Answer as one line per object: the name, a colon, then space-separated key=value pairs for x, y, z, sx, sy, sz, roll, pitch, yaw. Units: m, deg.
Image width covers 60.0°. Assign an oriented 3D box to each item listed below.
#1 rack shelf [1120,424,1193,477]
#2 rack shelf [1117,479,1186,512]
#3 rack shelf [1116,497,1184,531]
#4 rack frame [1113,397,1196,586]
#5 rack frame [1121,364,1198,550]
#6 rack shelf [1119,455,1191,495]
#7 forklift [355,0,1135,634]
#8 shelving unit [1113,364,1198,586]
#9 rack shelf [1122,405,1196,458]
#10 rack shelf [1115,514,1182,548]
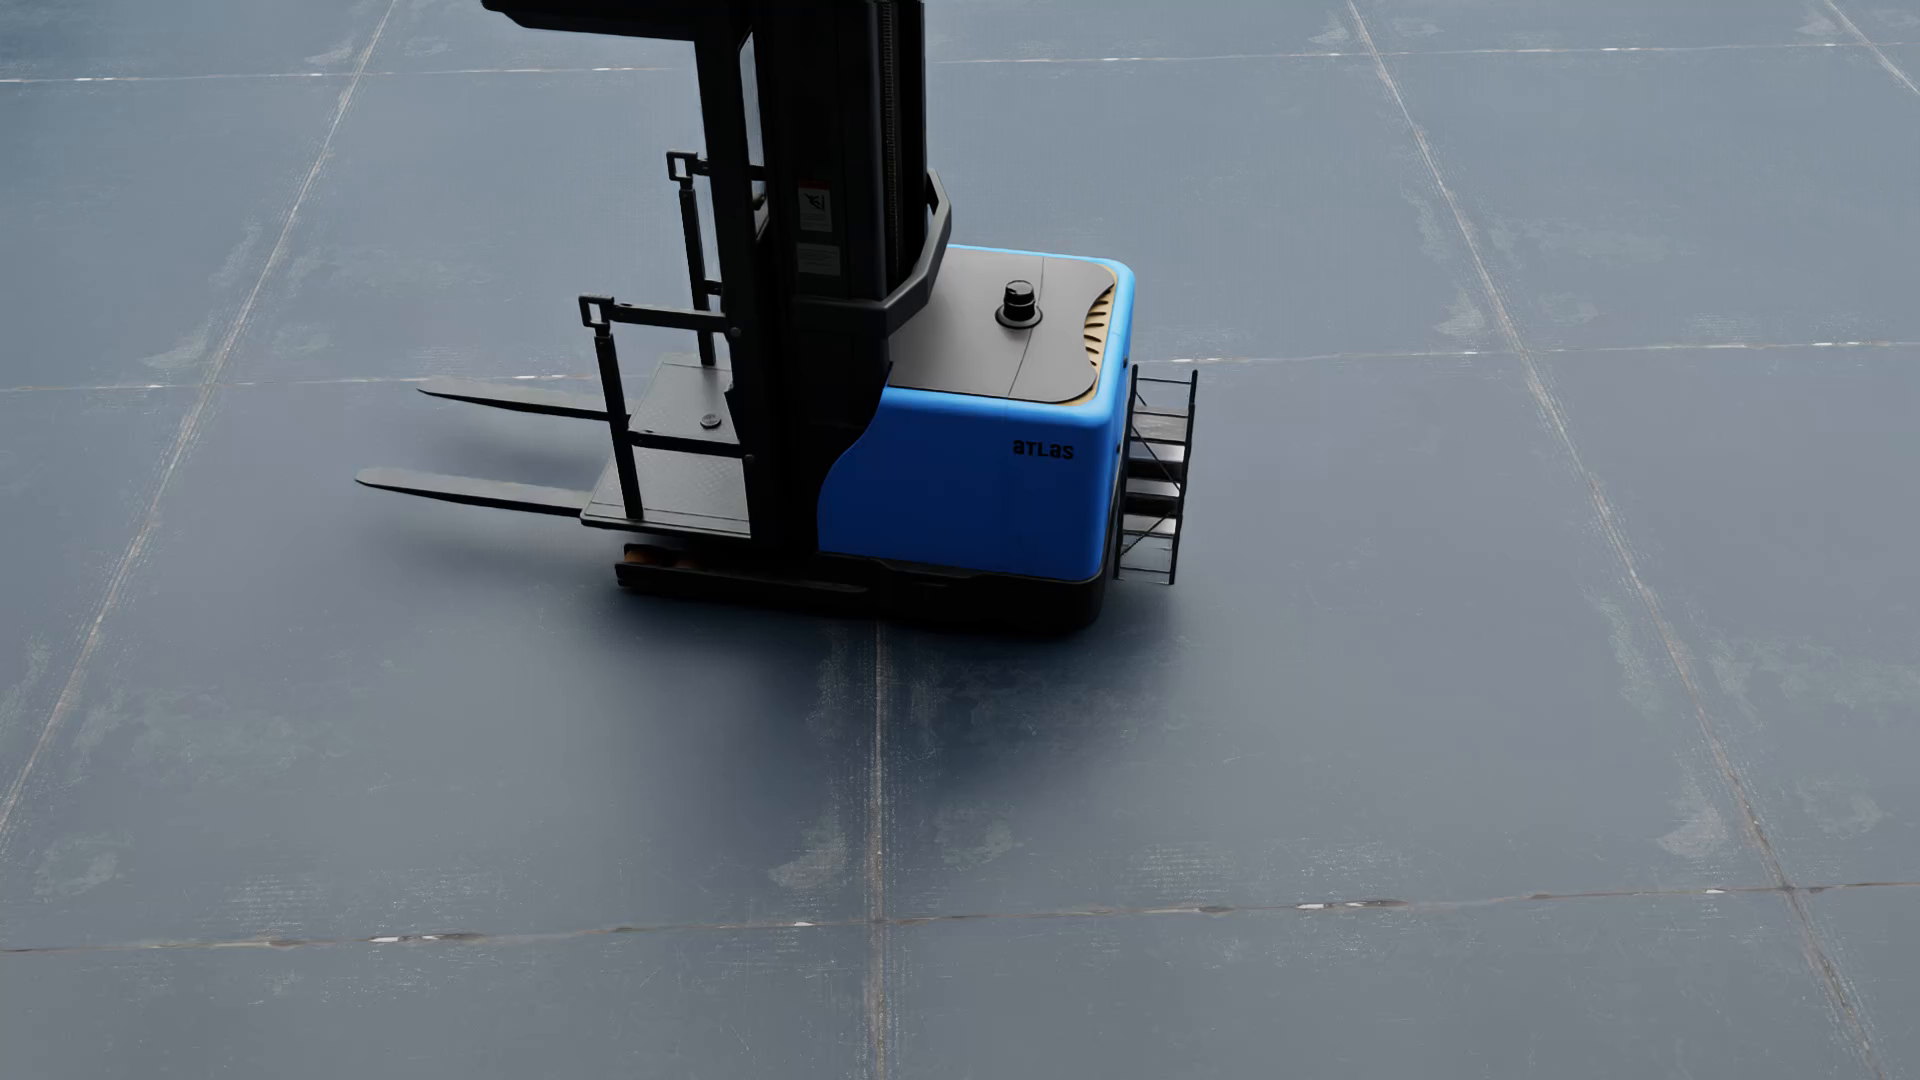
rack shelf: x=0.740 y=-0.343 z=6.241 sx=0.258 sy=0.077 sz=0.200 roll=6 pitch=43 yaw=6
rack shelf: x=0.740 y=-0.210 z=6.362 sx=0.258 sy=0.077 sz=0.200 roll=6 pitch=43 yaw=6
rack shelf: x=0.740 y=-0.143 z=6.423 sx=0.258 sy=0.077 sz=0.200 roll=6 pitch=43 yaw=6
rack frame: x=0.724 y=-0.166 z=6.266 sx=0.240 sy=0.900 sz=0.006 roll=6 pitch=43 yaw=6
rack frame: x=0.755 y=-0.302 z=6.414 sx=0.240 sy=0.900 sz=0.006 roll=6 pitch=43 yaw=6
rack shelf: x=0.740 y=-0.276 z=6.301 sx=0.258 sy=0.077 sz=0.200 roll=6 pitch=43 yaw=6
forklift: x=-0.887 y=-1.204 z=5.894 sx=3.031 sy=2.935 sz=1.130 roll=7 pitch=43 yaw=7
shelving unit: x=0.740 y=-0.234 z=6.340 sx=0.258 sy=0.900 sz=0.210 roll=6 pitch=43 yaw=6
rack shelf: x=0.740 y=-0.409 z=6.180 sx=0.258 sy=0.077 sz=0.200 roll=6 pitch=43 yaw=6
rack shelf: x=0.740 y=-0.077 z=6.484 sx=0.258 sy=0.077 sz=0.200 roll=6 pitch=43 yaw=6
